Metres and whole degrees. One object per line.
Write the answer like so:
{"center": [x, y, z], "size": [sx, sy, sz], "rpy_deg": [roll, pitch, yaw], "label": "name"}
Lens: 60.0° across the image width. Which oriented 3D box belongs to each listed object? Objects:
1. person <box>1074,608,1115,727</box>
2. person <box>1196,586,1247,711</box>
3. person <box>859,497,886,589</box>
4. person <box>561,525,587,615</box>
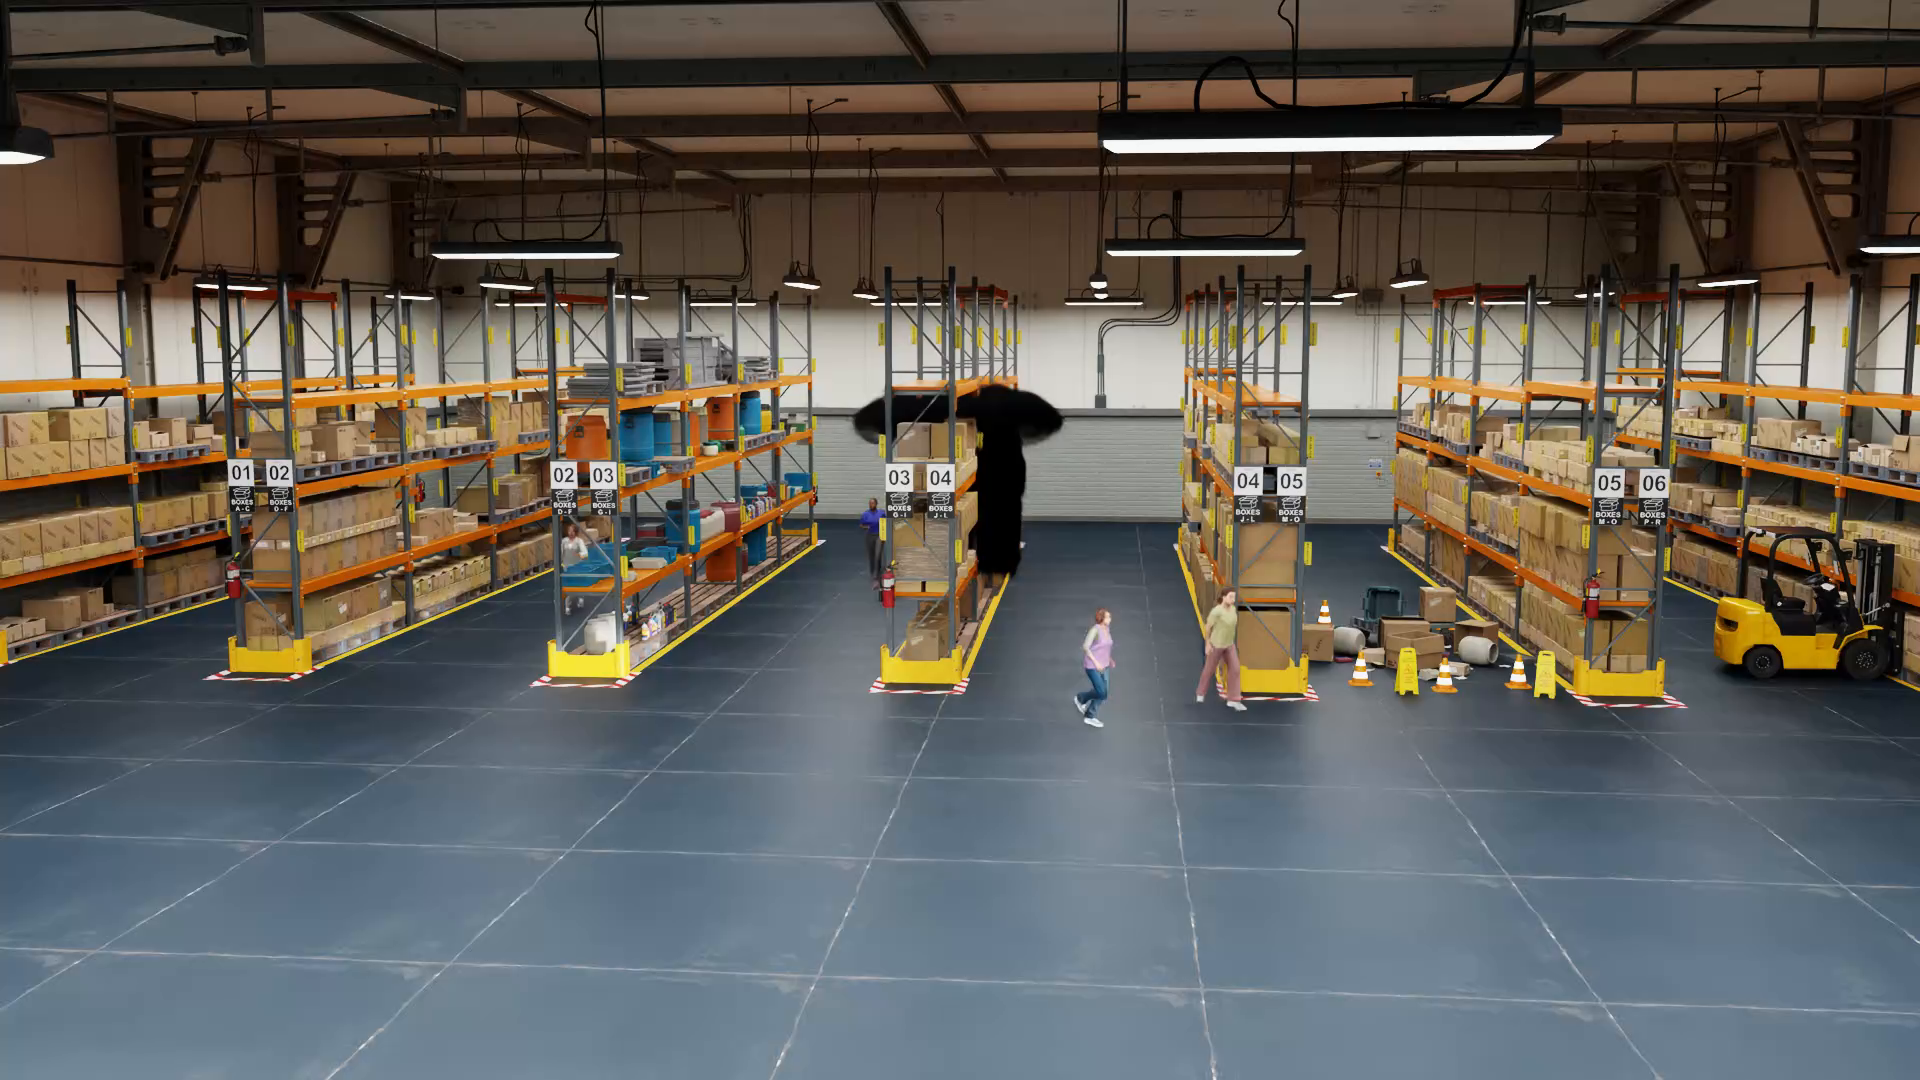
{"center": [1.712, 1.638, 21.580], "size": [0.541, 1.555, 0.535], "rpy_deg": [6, 9, 40], "label": "person"}
{"center": [3.524, 1.442, 22.492], "size": [0.634, 1.657, 0.831], "rpy_deg": [-5, 9, -37], "label": "person"}
{"center": [-1.623, 0.034, 31.875], "size": [0.578, 1.723, 0.844], "rpy_deg": [1, 7, 10], "label": "person"}
{"center": [-7.058, 0.513, 30.292], "size": [0.546, 1.592, 0.888], "rpy_deg": [0, 7, -3], "label": "person"}
